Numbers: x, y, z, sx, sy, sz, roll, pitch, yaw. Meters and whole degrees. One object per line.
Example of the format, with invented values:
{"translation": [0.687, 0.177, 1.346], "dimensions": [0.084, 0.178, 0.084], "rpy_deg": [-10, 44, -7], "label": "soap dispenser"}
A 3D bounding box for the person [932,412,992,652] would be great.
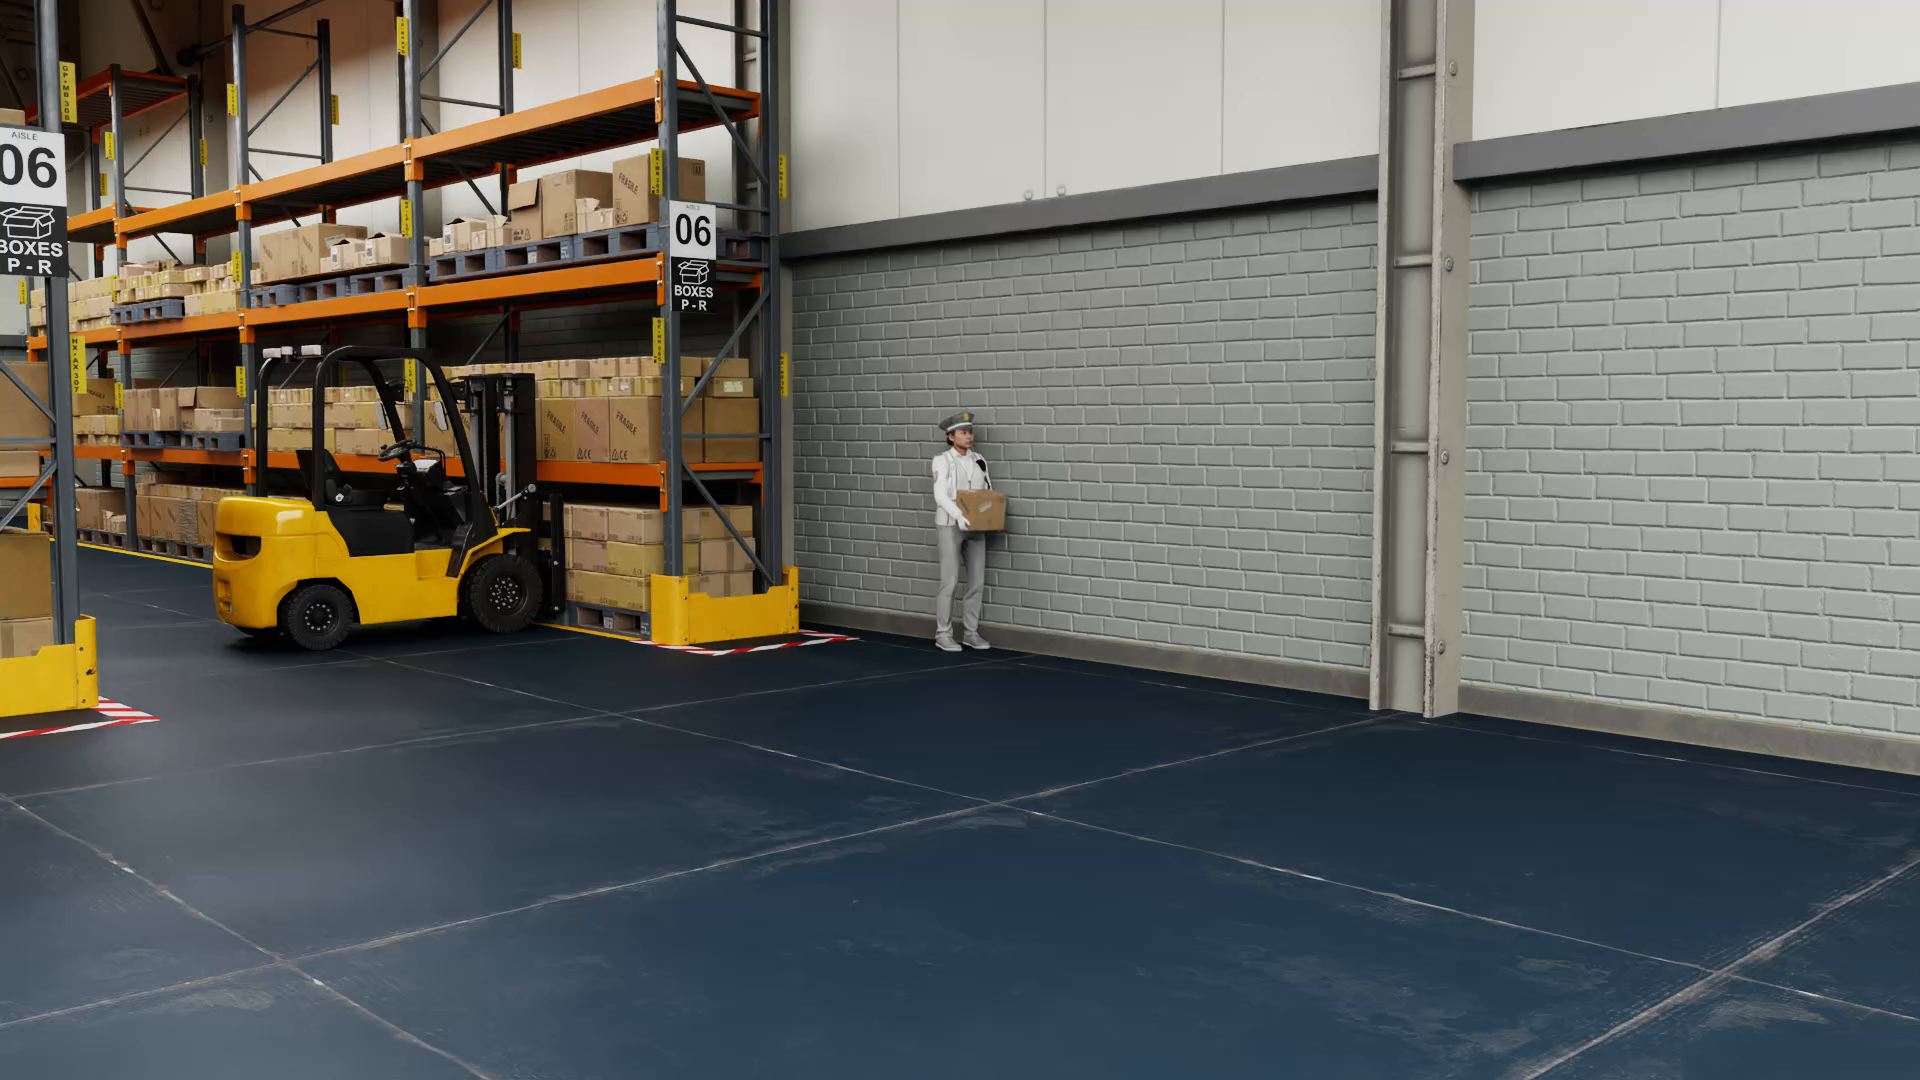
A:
{"translation": [0.046, -0.061, 11.753], "dimensions": [0.458, 1.689, 0.547], "rpy_deg": [-2, 5, -30], "label": "person"}
